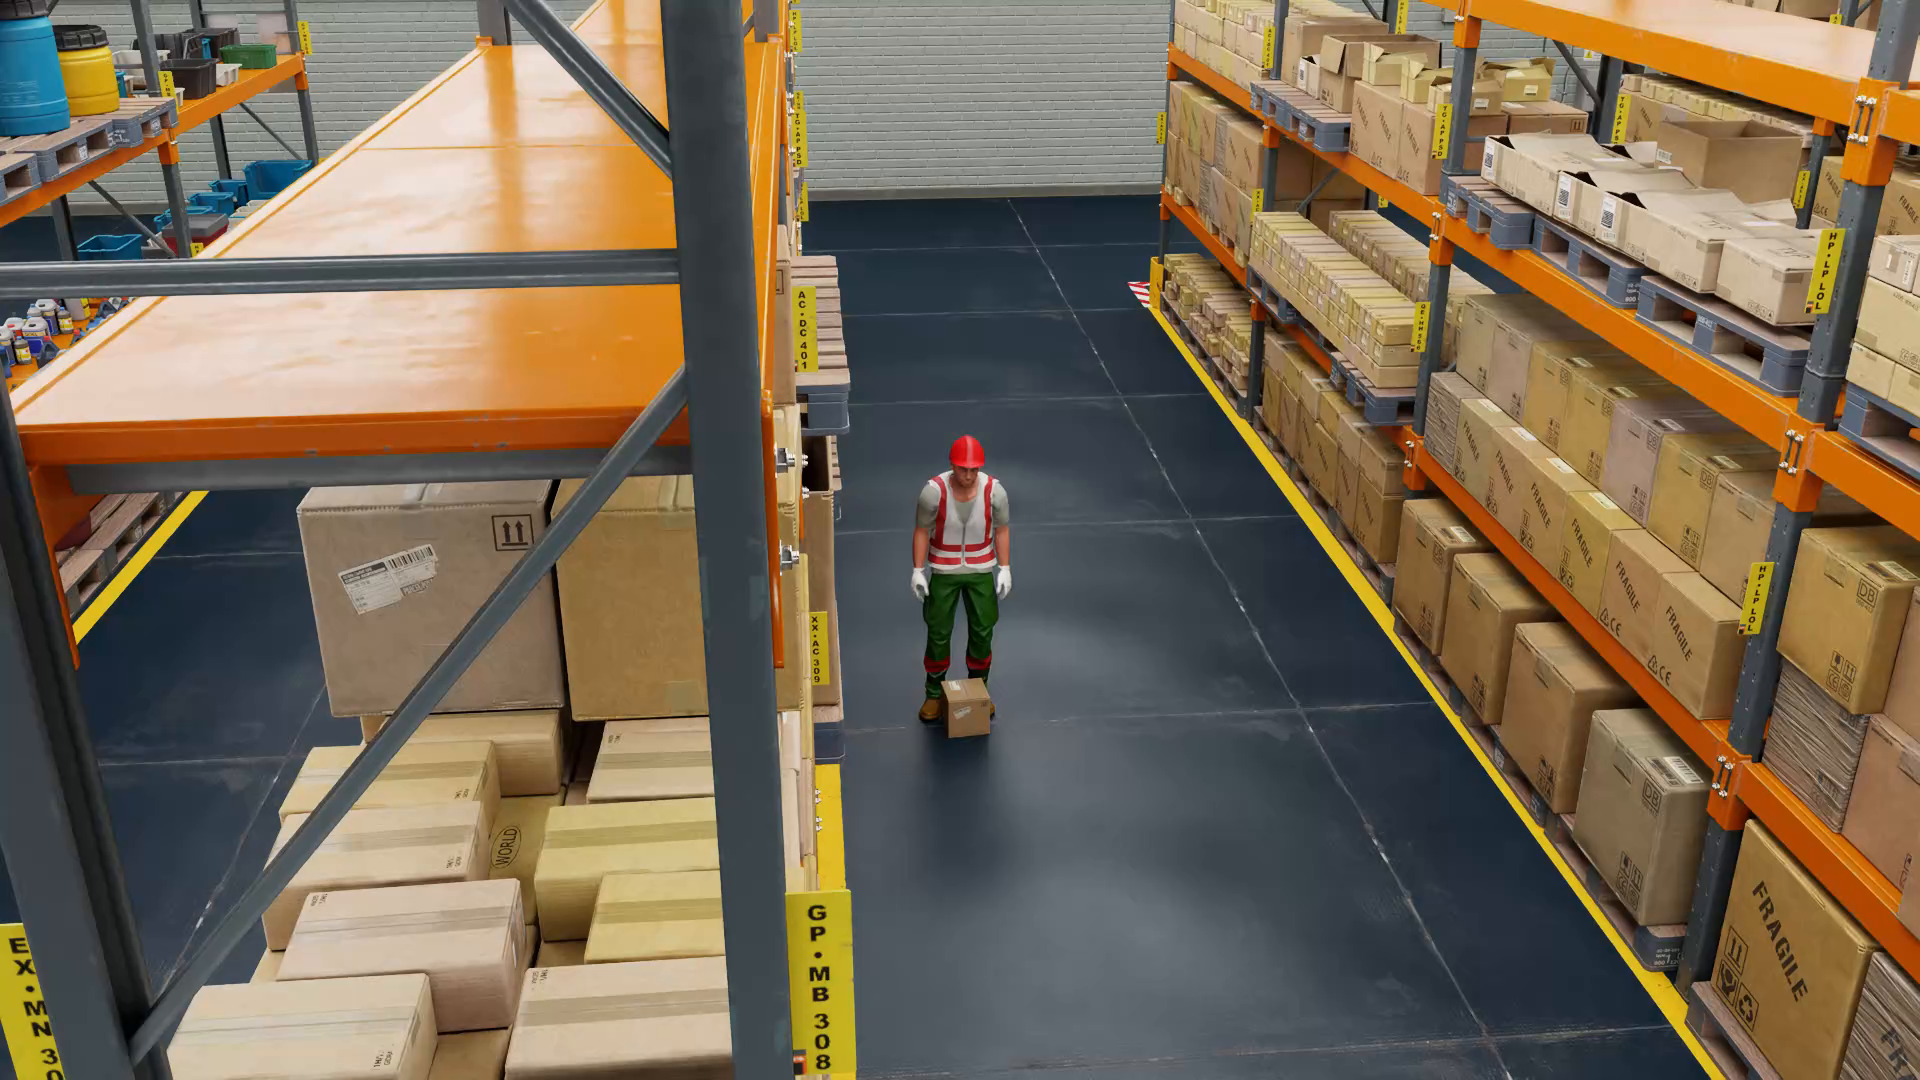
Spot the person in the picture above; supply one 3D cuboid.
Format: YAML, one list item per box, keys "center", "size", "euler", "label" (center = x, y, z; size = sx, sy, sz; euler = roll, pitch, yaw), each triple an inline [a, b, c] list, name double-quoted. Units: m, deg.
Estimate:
- center: [0.008, 0.209, 9.832]
  size: [0.604, 1.778, 0.453]
  euler: [-2, 24, -5]
  label: "person"
